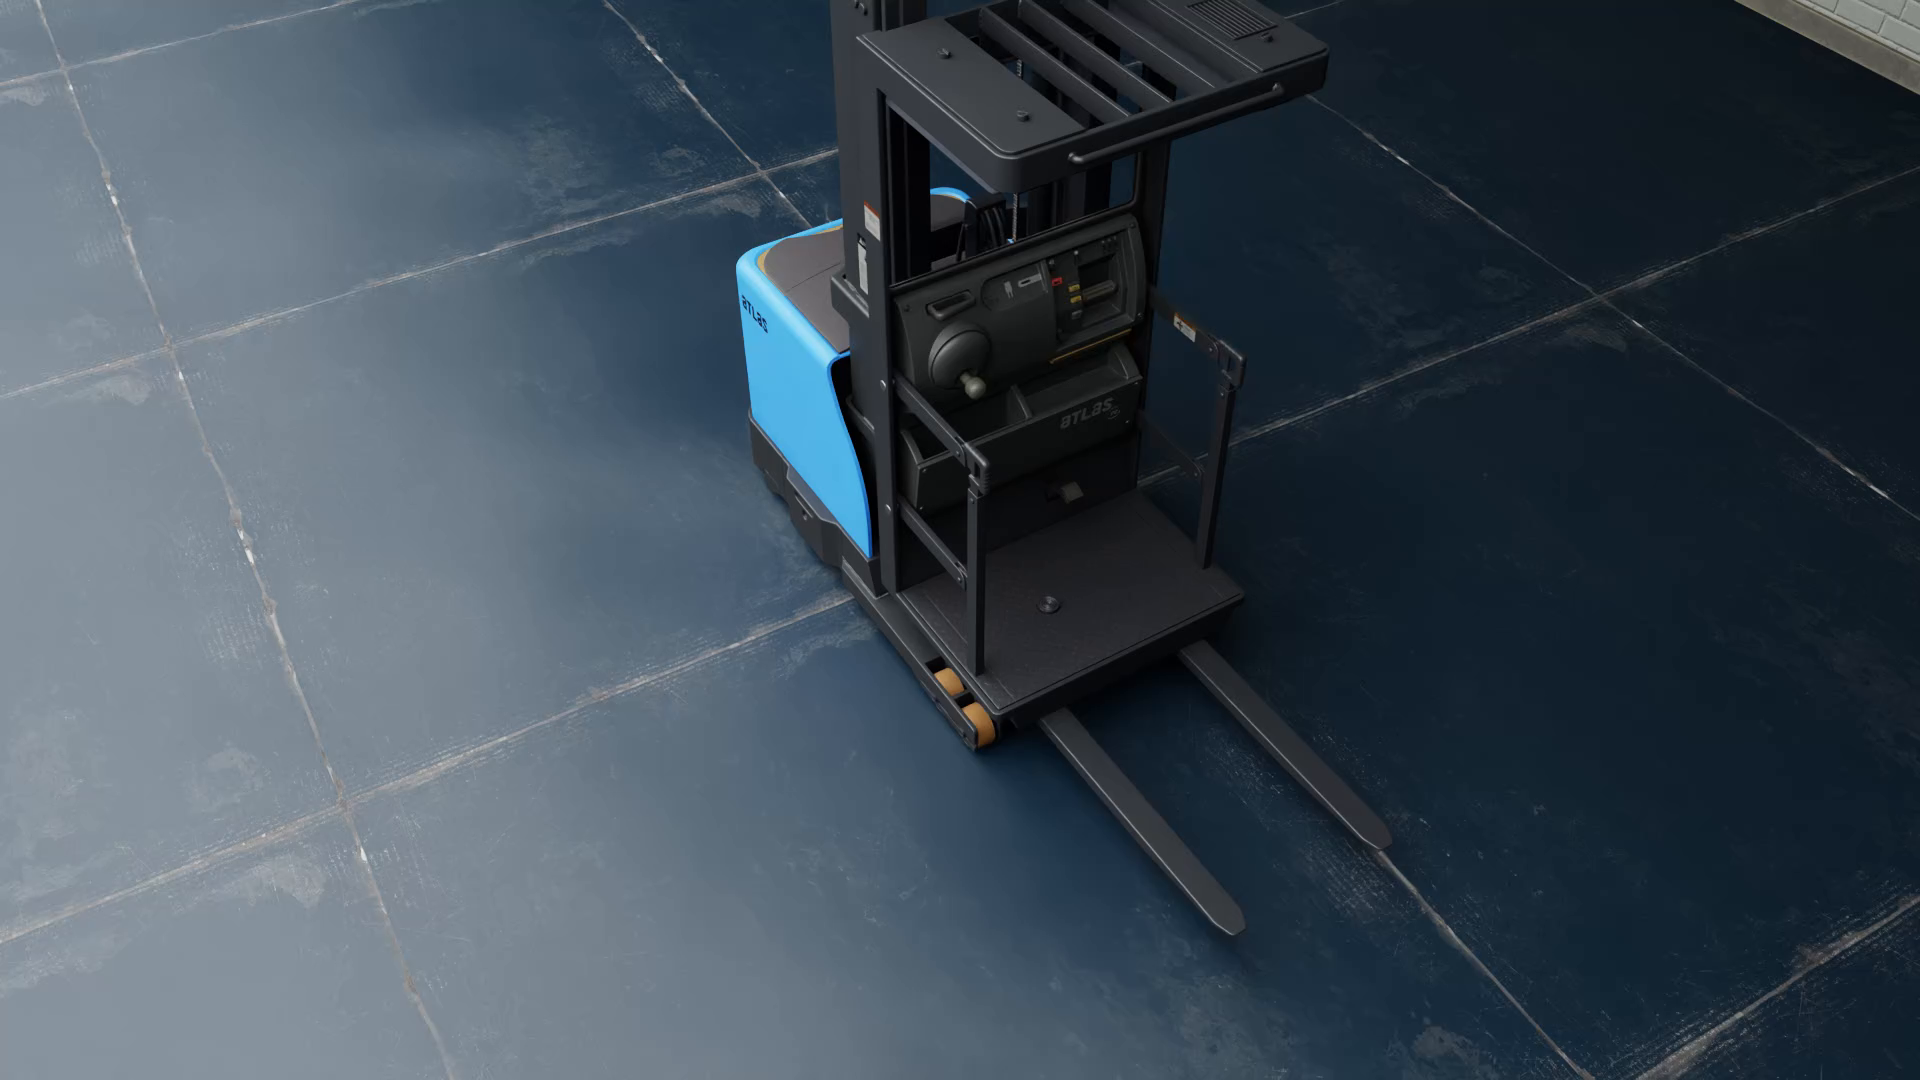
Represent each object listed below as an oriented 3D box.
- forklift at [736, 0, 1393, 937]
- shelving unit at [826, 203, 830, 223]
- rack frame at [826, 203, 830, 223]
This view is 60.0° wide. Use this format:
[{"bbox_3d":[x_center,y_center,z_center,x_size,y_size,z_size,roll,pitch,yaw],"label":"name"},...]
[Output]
[{"bbox_3d":[0.332,-0.679,5.345,1.130,2.935,3.031,-23,49,-22],"label":"forklift"},{"bbox_3d":[-0.420,-1.014,7.148,0.210,0.900,0.258,-12,45,-12],"label":"shelving unit"},{"bbox_3d":[-0.518,-0.993,7.127,0.006,0.900,0.240,-12,45,-12],"label":"rack frame"}]
